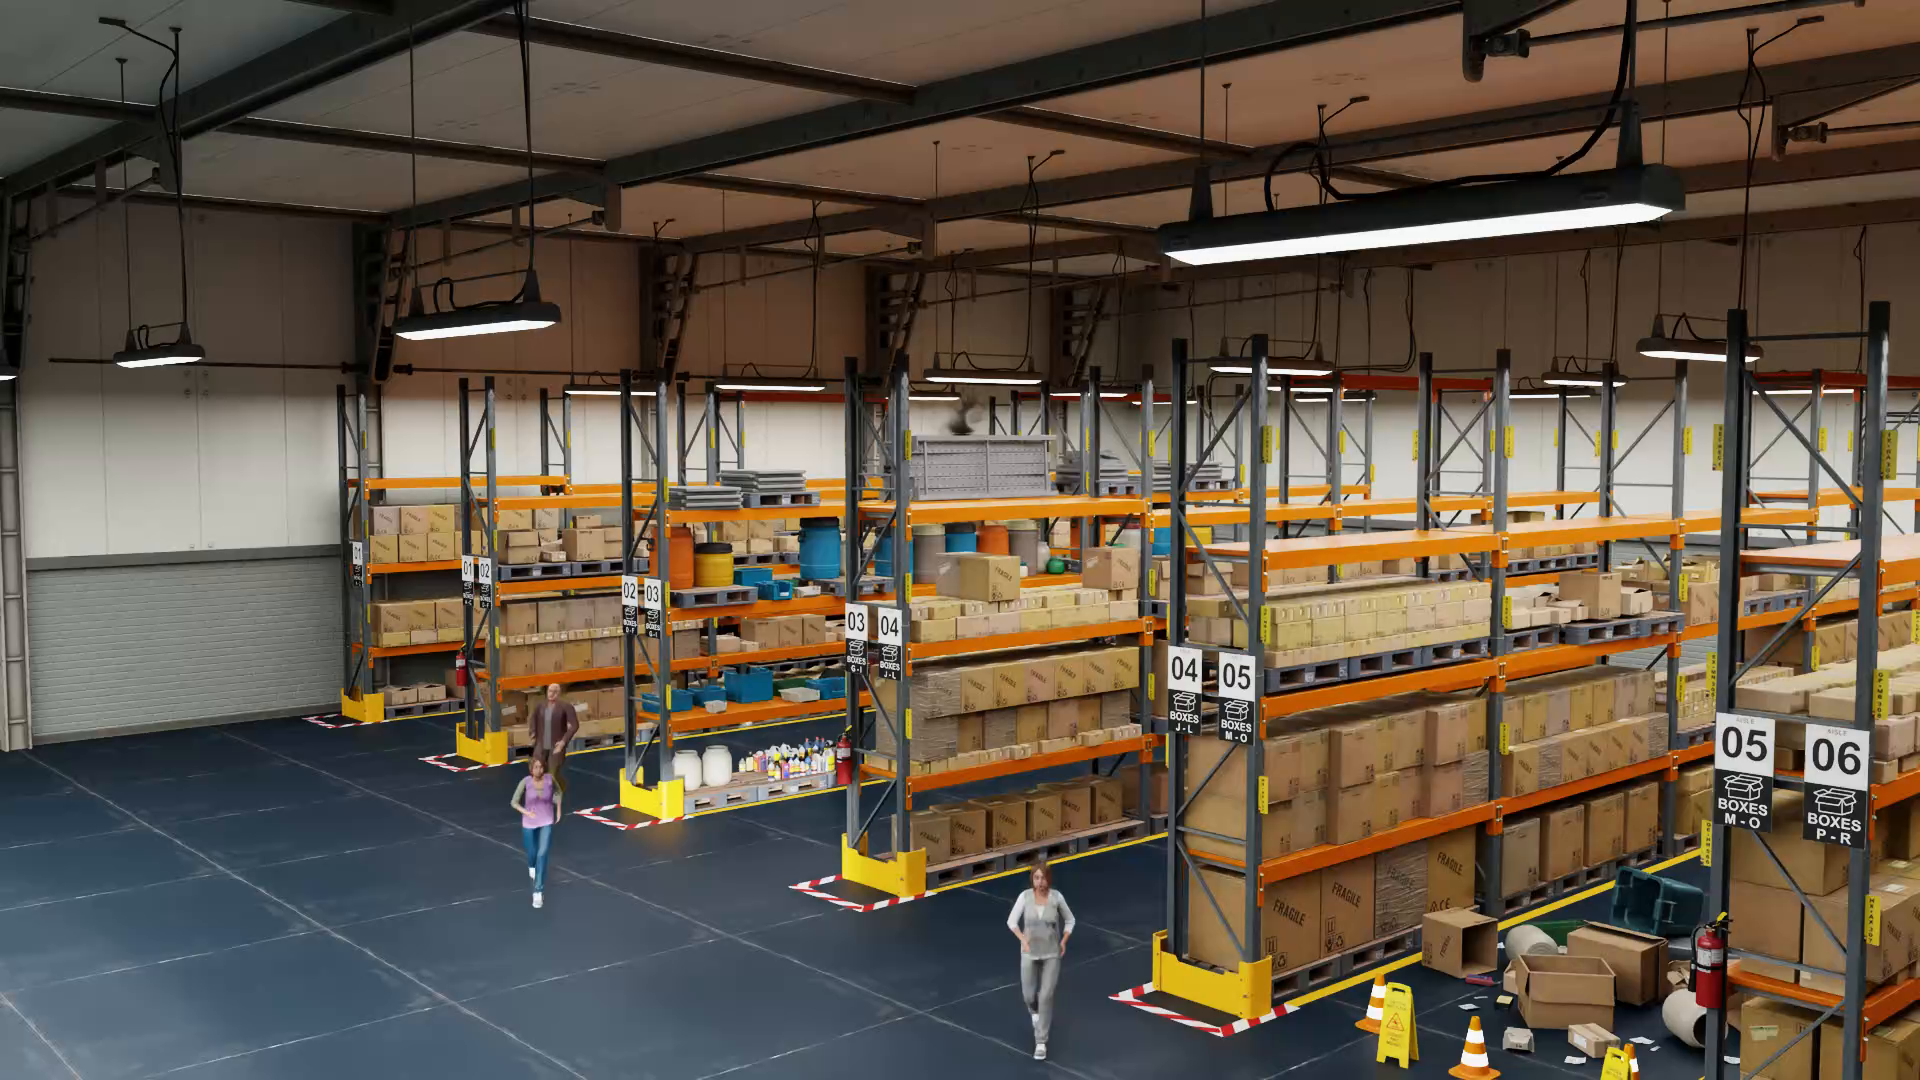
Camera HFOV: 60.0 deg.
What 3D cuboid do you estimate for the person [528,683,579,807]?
[{"bbox_3d":[-5.534,2.809,22.673,0.734,1.747,0.694,1,4,11],"label":"person"}]

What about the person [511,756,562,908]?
[{"bbox_3d":[-4.674,3.162,18.400,0.564,1.594,0.923,-1,4,-19],"label":"person"}]

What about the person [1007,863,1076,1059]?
[{"bbox_3d":[0.677,3.467,13.886,0.568,1.572,0.663,0,4,7],"label":"person"}]
